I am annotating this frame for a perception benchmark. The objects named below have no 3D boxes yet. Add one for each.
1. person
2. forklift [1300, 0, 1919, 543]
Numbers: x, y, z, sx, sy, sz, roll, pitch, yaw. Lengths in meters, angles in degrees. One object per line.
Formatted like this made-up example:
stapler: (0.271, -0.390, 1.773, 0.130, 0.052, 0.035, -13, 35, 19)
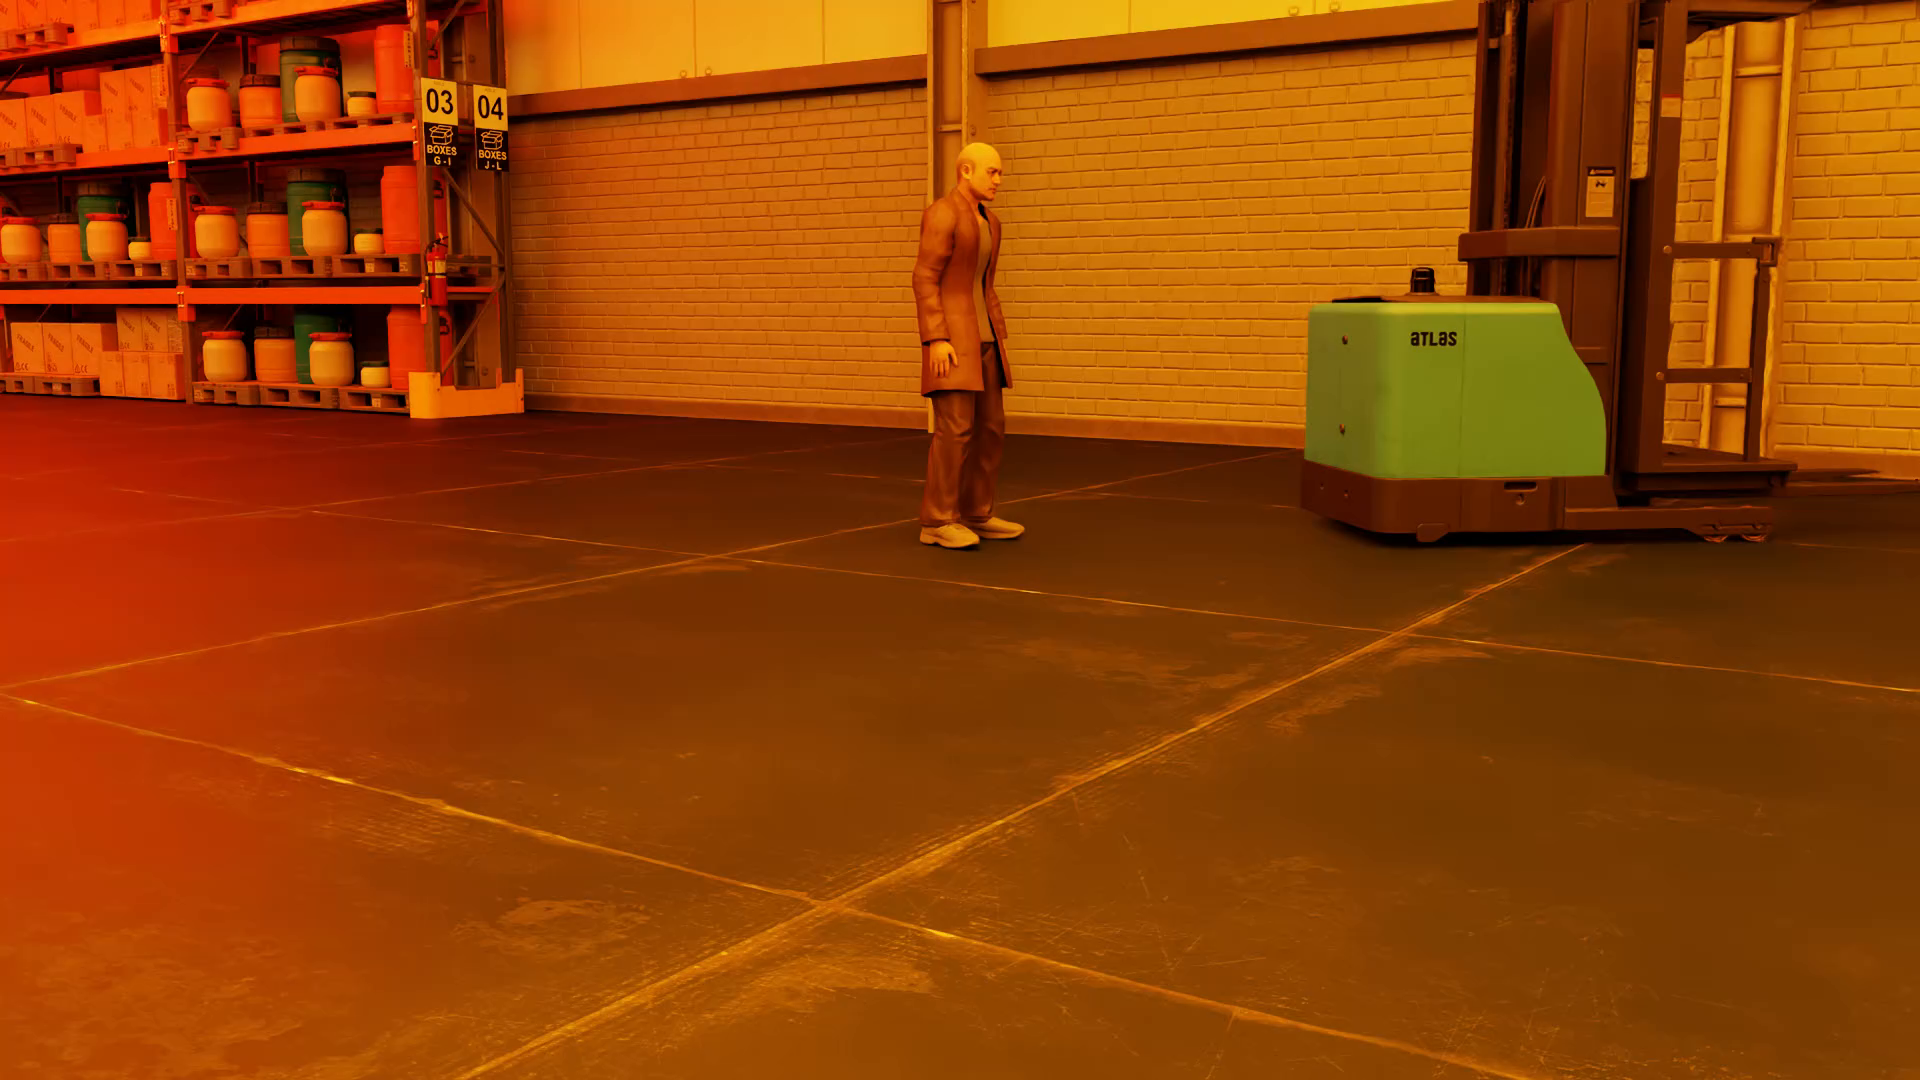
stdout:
person: (0.032, -0.877, 7.469, 0.431, 1.773, 0.644, 5, 10, 32)
forklift: (3.243, -1.511, 7.819, 3.031, 2.935, 1.130, -1, 8, -9)
